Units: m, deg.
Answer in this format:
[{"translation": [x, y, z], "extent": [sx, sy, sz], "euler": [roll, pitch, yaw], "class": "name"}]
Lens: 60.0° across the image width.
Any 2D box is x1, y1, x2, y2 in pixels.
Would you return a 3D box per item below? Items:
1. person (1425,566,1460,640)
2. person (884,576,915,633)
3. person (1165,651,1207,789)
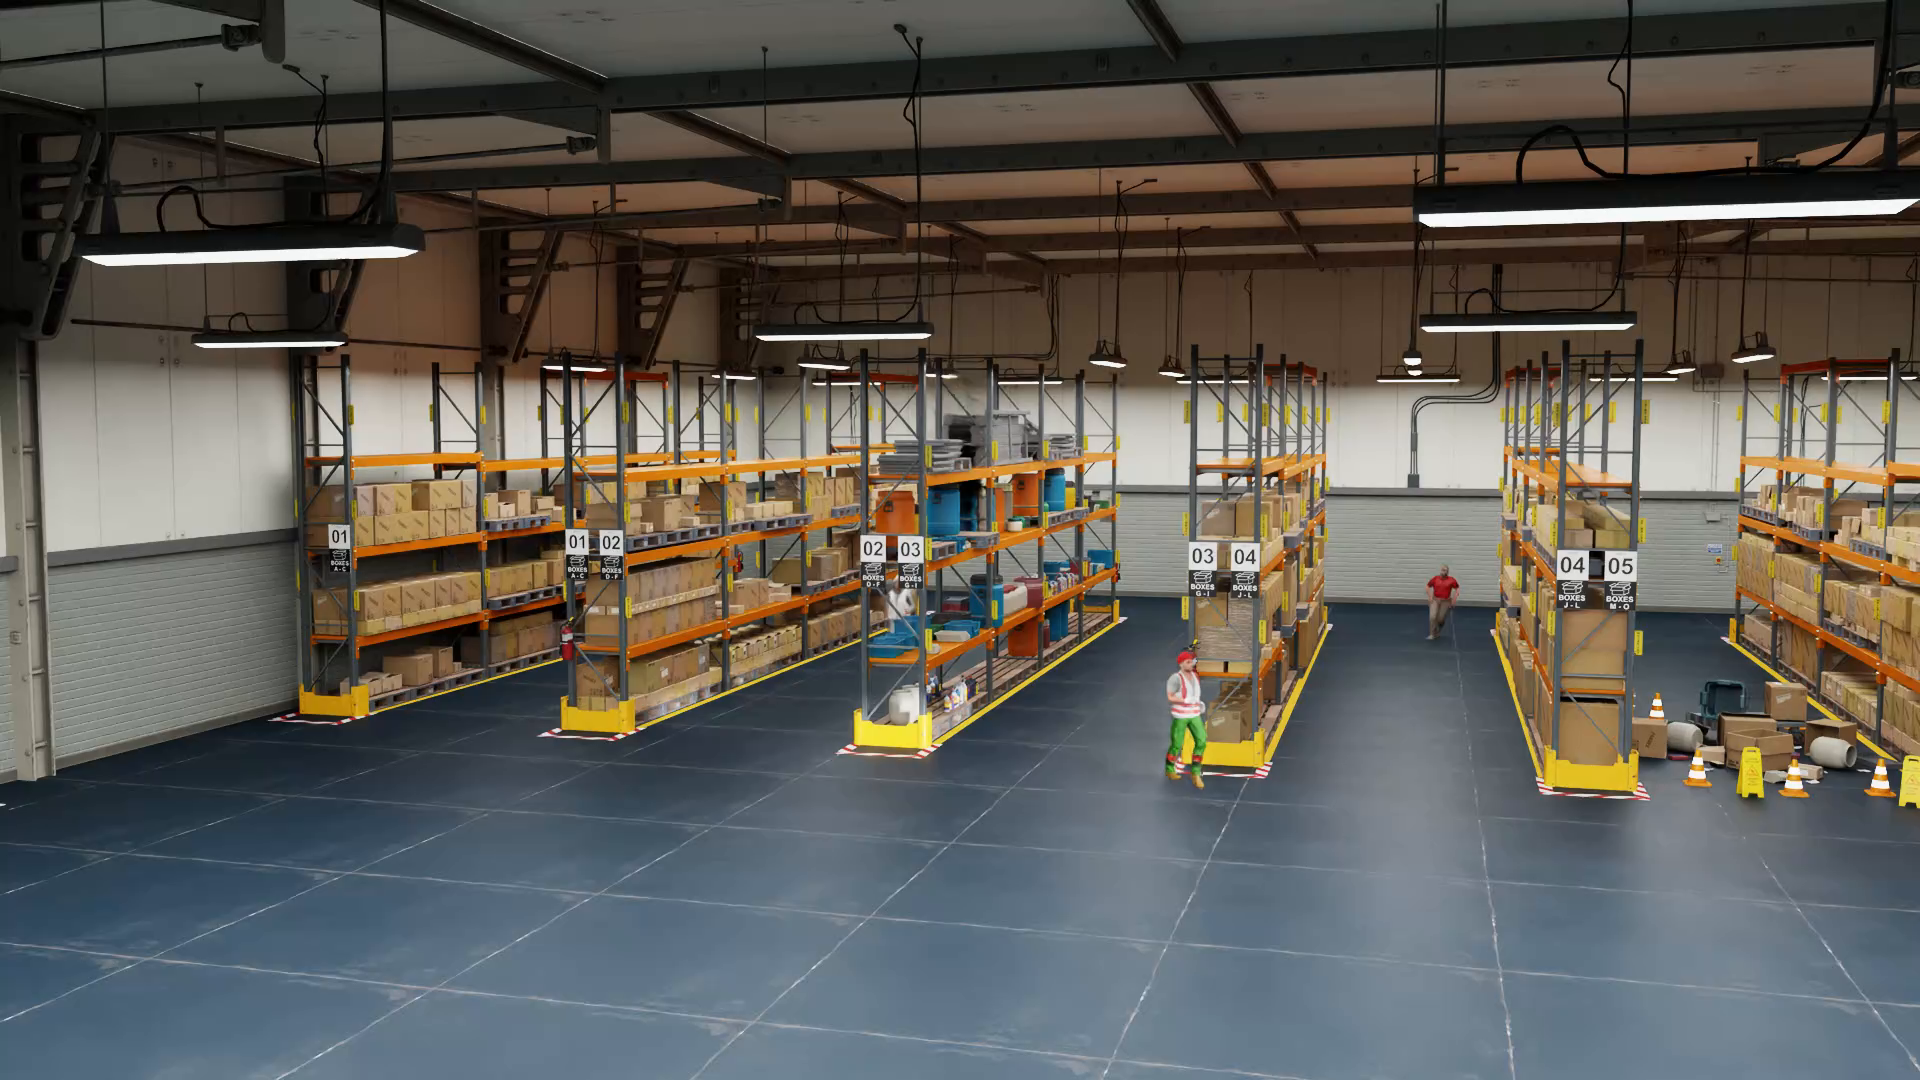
[{"translation": [10.775, 1.391, 37.162], "extent": [0.746, 1.661, 0.577], "euler": [2, 5, 23], "class": "person"}, {"translation": [-1.242, 1.606, 33.837], "extent": [0.662, 1.763, 0.819], "euler": [1, 4, 11], "class": "person"}, {"translation": [3.060, 2.417, 22.467], "extent": [0.669, 1.829, 0.724], "euler": [-2, 5, -27], "class": "person"}]
